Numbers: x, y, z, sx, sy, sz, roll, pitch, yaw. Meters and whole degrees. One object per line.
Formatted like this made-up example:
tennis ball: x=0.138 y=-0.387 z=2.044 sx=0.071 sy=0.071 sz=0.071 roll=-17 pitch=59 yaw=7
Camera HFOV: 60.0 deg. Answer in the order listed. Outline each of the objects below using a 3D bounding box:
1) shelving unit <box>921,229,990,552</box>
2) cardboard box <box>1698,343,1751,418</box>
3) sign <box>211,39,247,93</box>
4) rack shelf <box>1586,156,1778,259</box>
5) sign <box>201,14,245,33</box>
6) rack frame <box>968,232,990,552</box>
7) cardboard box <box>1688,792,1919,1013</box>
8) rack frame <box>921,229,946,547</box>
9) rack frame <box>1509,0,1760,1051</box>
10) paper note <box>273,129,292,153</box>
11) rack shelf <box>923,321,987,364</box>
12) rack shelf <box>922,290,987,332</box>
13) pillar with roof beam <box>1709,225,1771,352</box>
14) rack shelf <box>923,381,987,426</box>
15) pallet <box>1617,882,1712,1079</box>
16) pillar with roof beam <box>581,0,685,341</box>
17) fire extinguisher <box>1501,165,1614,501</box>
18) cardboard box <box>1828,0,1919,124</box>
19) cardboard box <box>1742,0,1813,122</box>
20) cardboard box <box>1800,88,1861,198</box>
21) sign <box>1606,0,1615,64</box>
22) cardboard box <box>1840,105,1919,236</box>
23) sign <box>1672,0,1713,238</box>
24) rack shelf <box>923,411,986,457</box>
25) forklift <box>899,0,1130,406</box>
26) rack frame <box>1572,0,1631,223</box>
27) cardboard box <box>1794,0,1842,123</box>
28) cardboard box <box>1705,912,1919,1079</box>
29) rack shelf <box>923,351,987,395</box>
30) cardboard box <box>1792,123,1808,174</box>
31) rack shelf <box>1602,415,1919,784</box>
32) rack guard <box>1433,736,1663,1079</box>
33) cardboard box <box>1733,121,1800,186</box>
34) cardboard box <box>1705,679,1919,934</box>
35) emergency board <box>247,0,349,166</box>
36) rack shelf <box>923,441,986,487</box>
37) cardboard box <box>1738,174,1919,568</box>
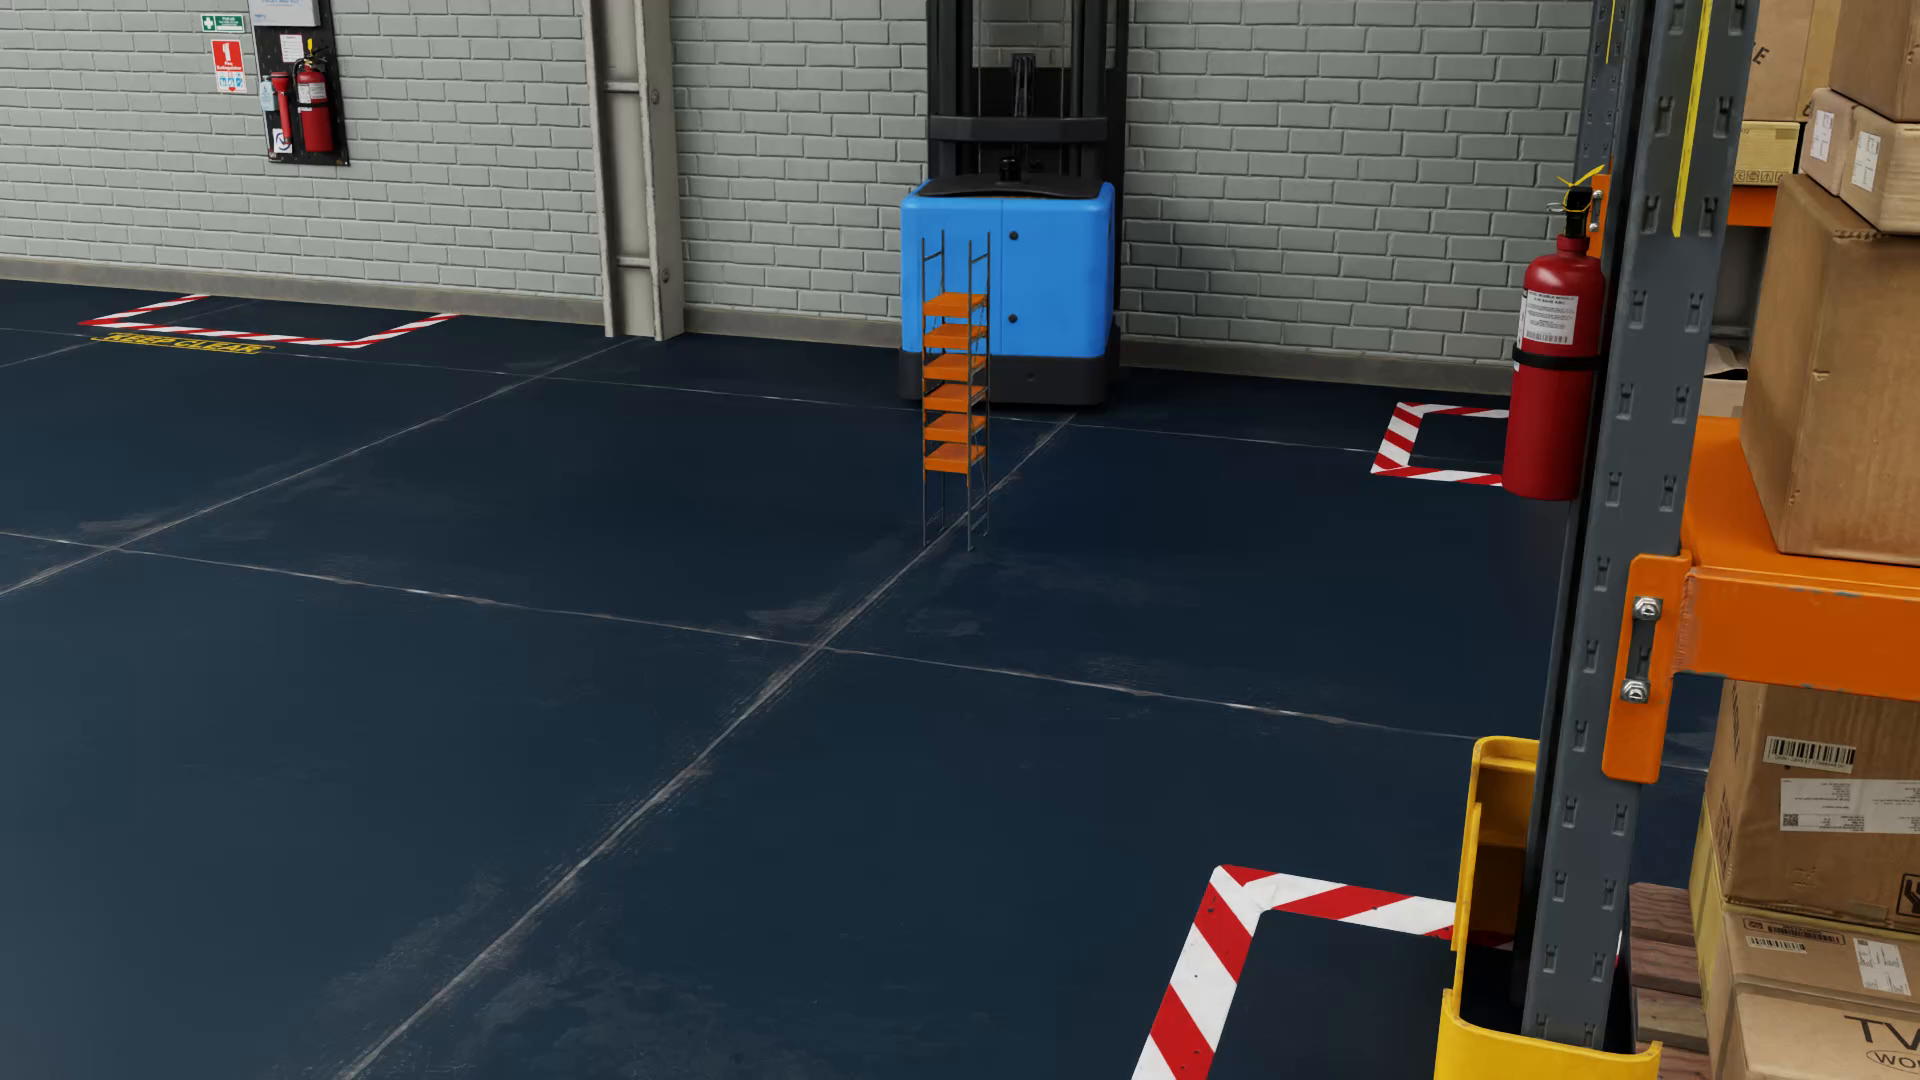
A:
shelving unit: x=-0.014 y=-0.568 z=6.383 sx=0.189 sy=1.200 sz=0.258 roll=7 pitch=20 yaw=18
cardboard box: x=3.419 y=-0.678 z=7.381 sx=0.500 sy=0.311 sz=0.500 roll=4 pitch=20 yaw=12
sign: x=-4.738 y=-3.071 z=10.776 sx=0.234 sy=0.329 sz=0.001 roll=7 pitch=20 yaw=18
rack shelf: x=4.684 y=-1.287 z=6.804 sx=4.000 sy=0.370 sz=1.077 roll=7 pitch=20 yaw=18
sign: x=-4.736 y=-3.318 z=10.680 sx=0.331 sy=0.109 sz=0.001 roll=7 pitch=20 yaw=18
rack frame: x=0.073 y=-0.558 z=6.355 sx=0.006 sy=1.200 sz=0.240 roll=7 pitch=20 yaw=18
cardboard box: x=1.776 y=0.764 z=3.366 sx=0.500 sy=0.250 sz=0.500 roll=7 pitch=20 yaw=18
rack frame: x=-0.100 y=-0.578 z=6.412 sx=0.006 sy=1.200 sz=0.240 roll=7 pitch=20 yaw=18
rack frame: x=1.173 y=-0.302 z=2.885 sx=0.127 sy=3.000 sz=1.000 roll=7 pitch=20 yaw=18
paper note: x=-4.394 y=-2.587 z=10.780 sx=0.142 sy=0.148 sz=0.016 roll=7 pitch=20 yaw=18
rack shelf: x=-0.014 y=-0.753 z=6.319 sx=0.180 sy=0.103 sz=0.258 roll=7 pitch=20 yaw=18
rack shelf: x=-0.014 y=-0.866 z=6.279 sx=0.180 sy=0.103 sz=0.258 roll=7 pitch=20 yaw=18
pillar with roof beam: x=2.327 y=-3.530 z=3.032 sx=0.400 sy=9.000 sz=9.100 roll=7 pitch=20 yaw=18
rack shelf: x=-0.014 y=-0.526 z=6.398 sx=0.180 sy=0.103 sz=0.258 roll=7 pitch=20 yaw=18
pallet: x=1.909 y=1.084 z=3.145 sx=1.213 sy=0.211 sz=1.003 roll=7 pitch=20 yaw=18
pillar with roof beam: x=-3.340 y=-4.178 z=4.892 sx=0.400 sy=9.000 sz=9.100 roll=7 pitch=20 yaw=18
fire extinguisher: x=1.214 y=-0.423 z=3.349 sx=0.183 sy=0.674 sz=0.296 roll=7 pitch=20 yaw=18
cardboard box: x=1.660 y=-0.902 z=2.483 sx=0.500 sy=0.500 sz=0.700 roll=7 pitch=20 yaw=18
cardboard box: x=3.147 y=-1.990 z=6.787 sx=0.500 sy=0.500 sz=0.500 roll=7 pitch=20 yaw=18
cardboard box: x=1.596 y=-0.673 z=2.814 sx=0.250 sy=0.149 sz=0.380 roll=6 pitch=20 yaw=17
sign: x=2.617 y=-2.083 z=6.679 sx=0.005 sy=0.325 sz=0.100 roll=7 pitch=20 yaw=18
cardboard box: x=1.473 y=-0.546 z=2.448 sx=0.250 sy=0.149 sz=0.380 roll=6 pitch=20 yaw=18
sign: x=0.985 y=-0.576 z=2.237 sx=0.005 sy=0.325 sz=0.100 roll=7 pitch=20 yaw=18
rack shelf: x=-0.014 y=-0.413 z=6.437 sx=0.180 sy=0.103 sz=0.258 roll=7 pitch=20 yaw=18
forklift: x=0.397 y=-2.497 z=9.288 sx=1.130 sy=2.935 sz=3.031 roll=2 pitch=19 yaw=7
rack frame: x=2.795 y=-1.843 z=7.305 sx=0.127 sy=3.000 sz=1.000 roll=7 pitch=20 yaw=18
cardboard box: x=3.611 y=-1.934 z=6.625 sx=0.500 sy=0.500 sz=0.500 roll=7 pitch=20 yaw=18
cardboard box: x=1.607 y=0.925 z=2.904 sx=0.500 sy=0.250 sz=0.500 roll=7 pitch=20 yaw=18
rack shelf: x=-0.014 y=-0.639 z=6.358 sx=0.180 sy=0.103 sz=0.258 roll=7 pitch=20 yaw=18
cardboard box: x=3.647 y=-1.578 z=6.744 sx=0.500 sy=0.250 sz=0.500 roll=6 pitch=20 yaw=16
rack shelf: x=3.062 y=0.254 z=2.384 sx=4.000 sy=0.370 sz=1.077 roll=7 pitch=20 yaw=18
rack guard: x=1.150 y=0.876 z=3.304 sx=0.348 sy=0.500 sz=1.175 roll=7 pitch=20 yaw=18
cardboard box: x=3.152 y=-1.630 z=6.892 sx=0.500 sy=0.250 sz=0.500 roll=6 pitch=20 yaw=16
cardboard box: x=1.777 y=0.409 z=3.245 sx=0.500 sy=0.500 sz=0.500 roll=7 pitch=20 yaw=18
emergency board: x=-4.249 y=-2.963 z=10.519 sx=0.643 sy=1.169 sz=0.194 roll=7 pitch=20 yaw=18
rack shelf: x=-0.014 y=-0.300 z=6.477 sx=0.180 sy=0.103 sz=0.258 roll=7 pitch=20 yaw=18
cardboard box: x=1.610 y=-0.295 z=2.713 sx=0.500 sy=0.500 sz=0.700 roll=7 pitch=20 yaw=18
